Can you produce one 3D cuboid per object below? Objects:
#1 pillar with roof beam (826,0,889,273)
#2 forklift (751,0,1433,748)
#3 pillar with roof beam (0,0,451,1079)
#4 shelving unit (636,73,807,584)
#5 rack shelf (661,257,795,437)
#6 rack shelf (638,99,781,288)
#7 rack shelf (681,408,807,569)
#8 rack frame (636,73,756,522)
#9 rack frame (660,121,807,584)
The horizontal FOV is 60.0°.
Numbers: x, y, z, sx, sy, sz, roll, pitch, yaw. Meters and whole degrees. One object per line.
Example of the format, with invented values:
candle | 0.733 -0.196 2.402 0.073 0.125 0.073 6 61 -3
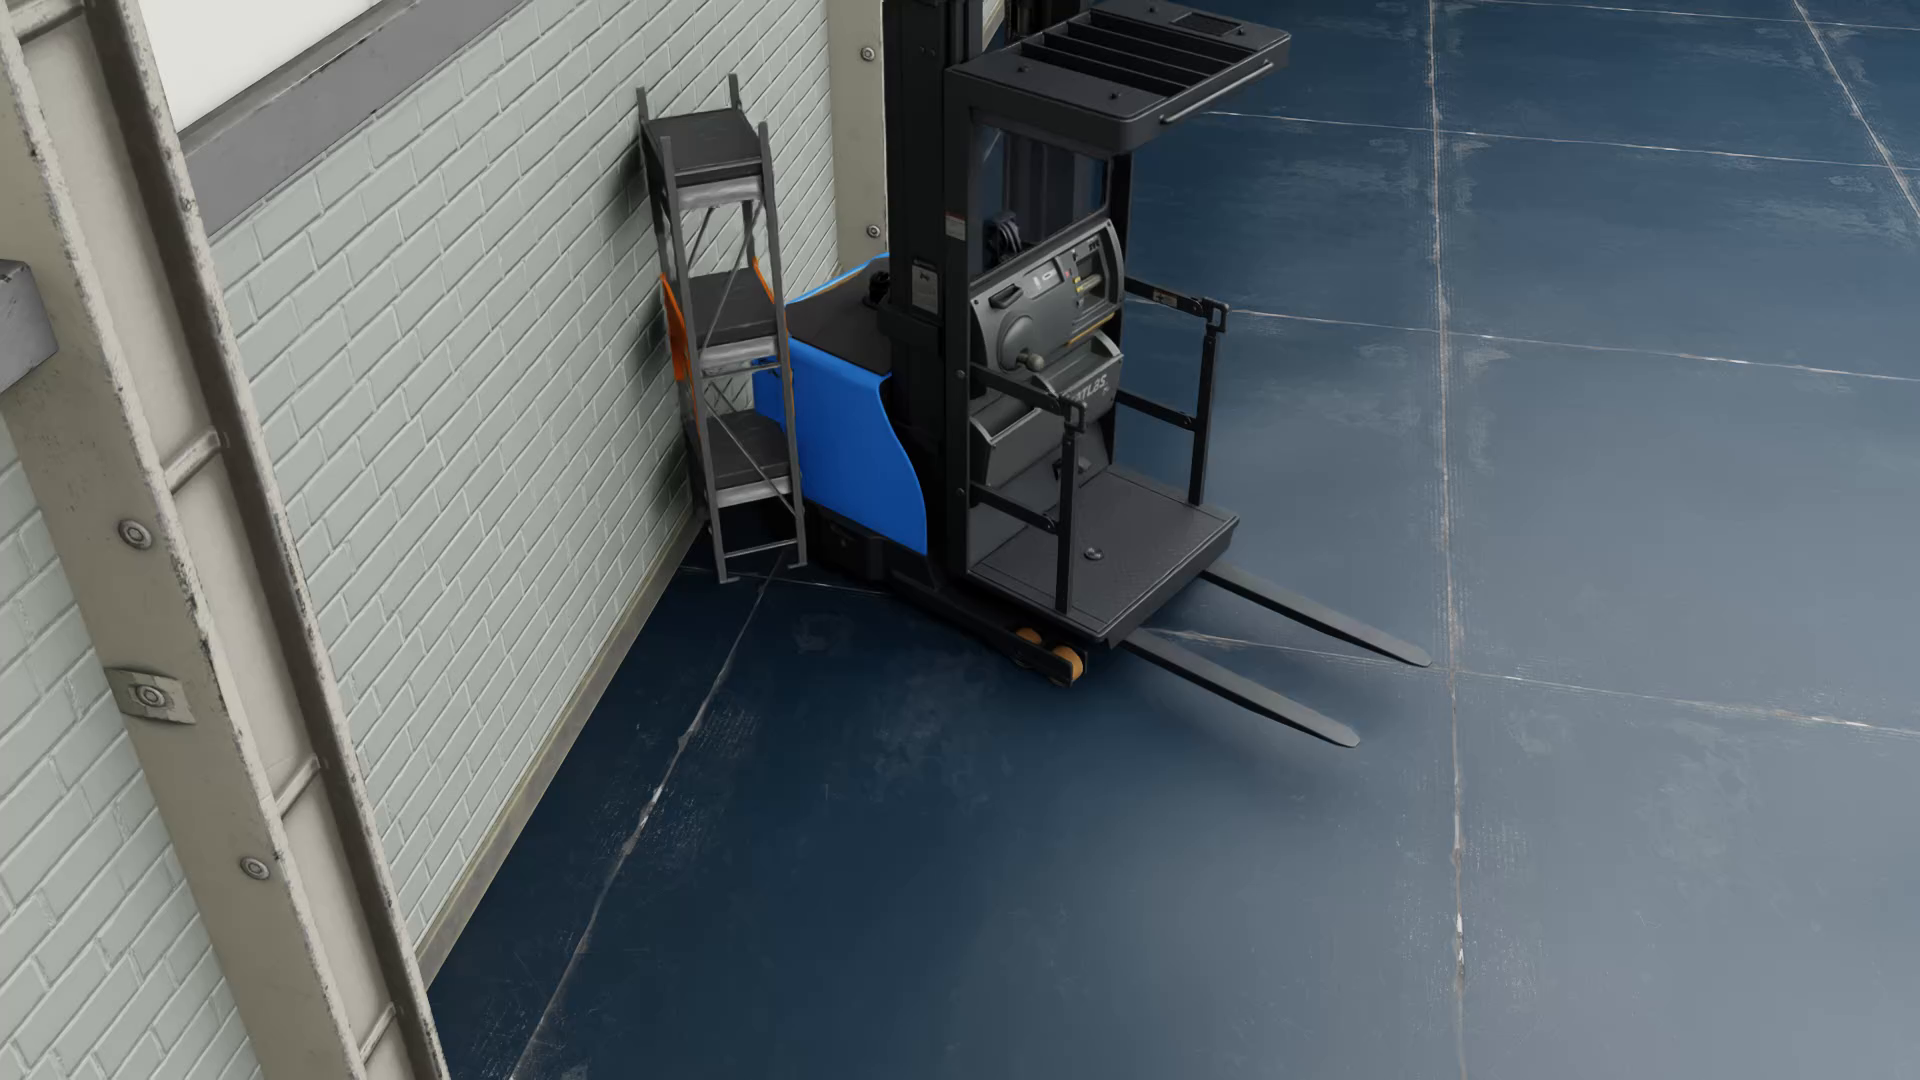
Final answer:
pillar with roof beam | 3.678 -4.692 6.556 9.100 9.000 0.400 7 37 10
forklift | 0.524 -0.932 6.539 3.031 2.935 1.130 25 43 31
pillar with roof beam | 2.397 -1.252 1.810 9.100 9.000 0.400 7 37 10
shelving unit | -0.970 -0.821 6.946 0.431 2.100 0.503 -13 39 -15
rack shelf | -0.970 -0.810 6.954 0.431 0.518 0.480 -13 39 -15
rack shelf | -0.981 -1.364 6.526 0.431 0.518 0.480 -13 39 -15
rack shelf | -0.960 -0.256 7.382 0.431 0.518 0.480 -13 39 -15
rack frame | -1.051 -0.961 7.129 0.400 2.100 0.015 -13 39 -15
rack frame | -0.890 -0.681 6.763 0.400 2.100 0.015 -13 39 -15
